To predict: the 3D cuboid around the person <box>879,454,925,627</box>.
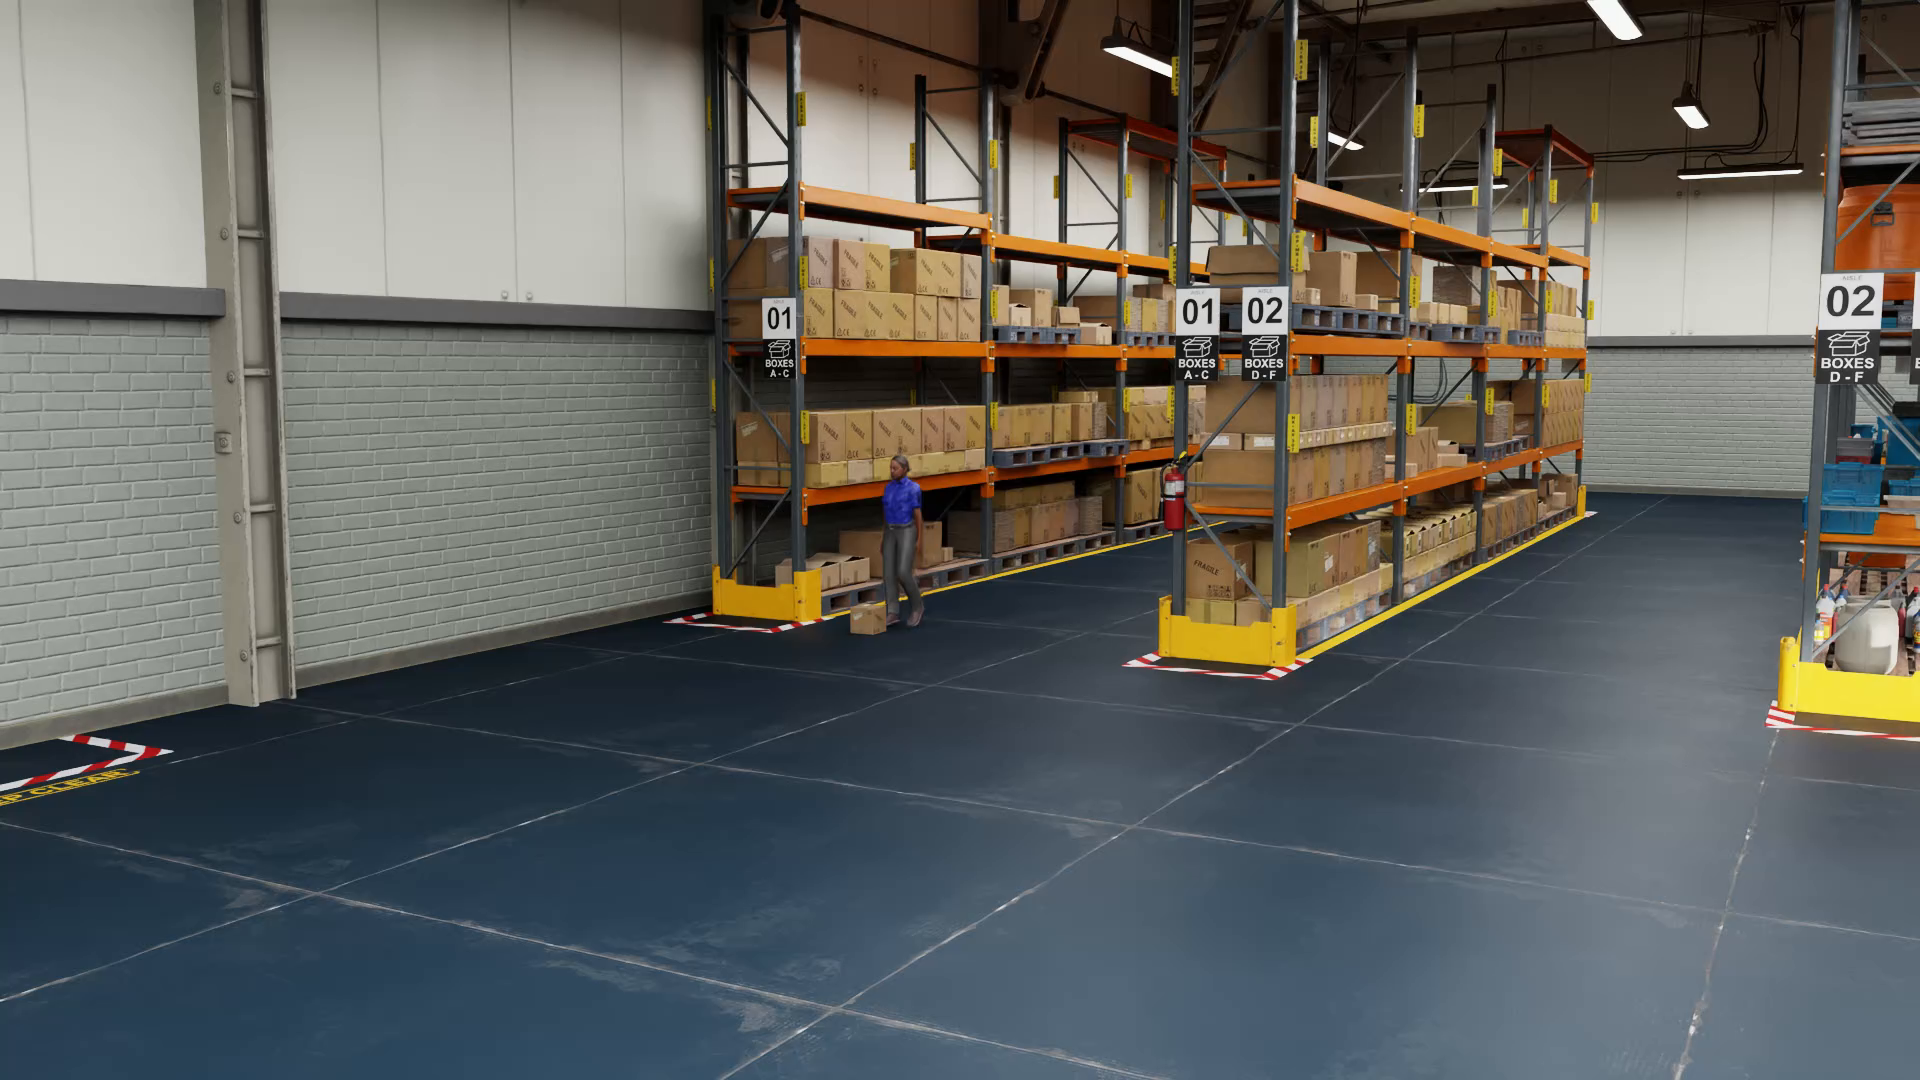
[{"bbox_3d":[-0.610,0.013,16.235,0.471,1.695,0.466,4,7,36],"label":"person"}]
